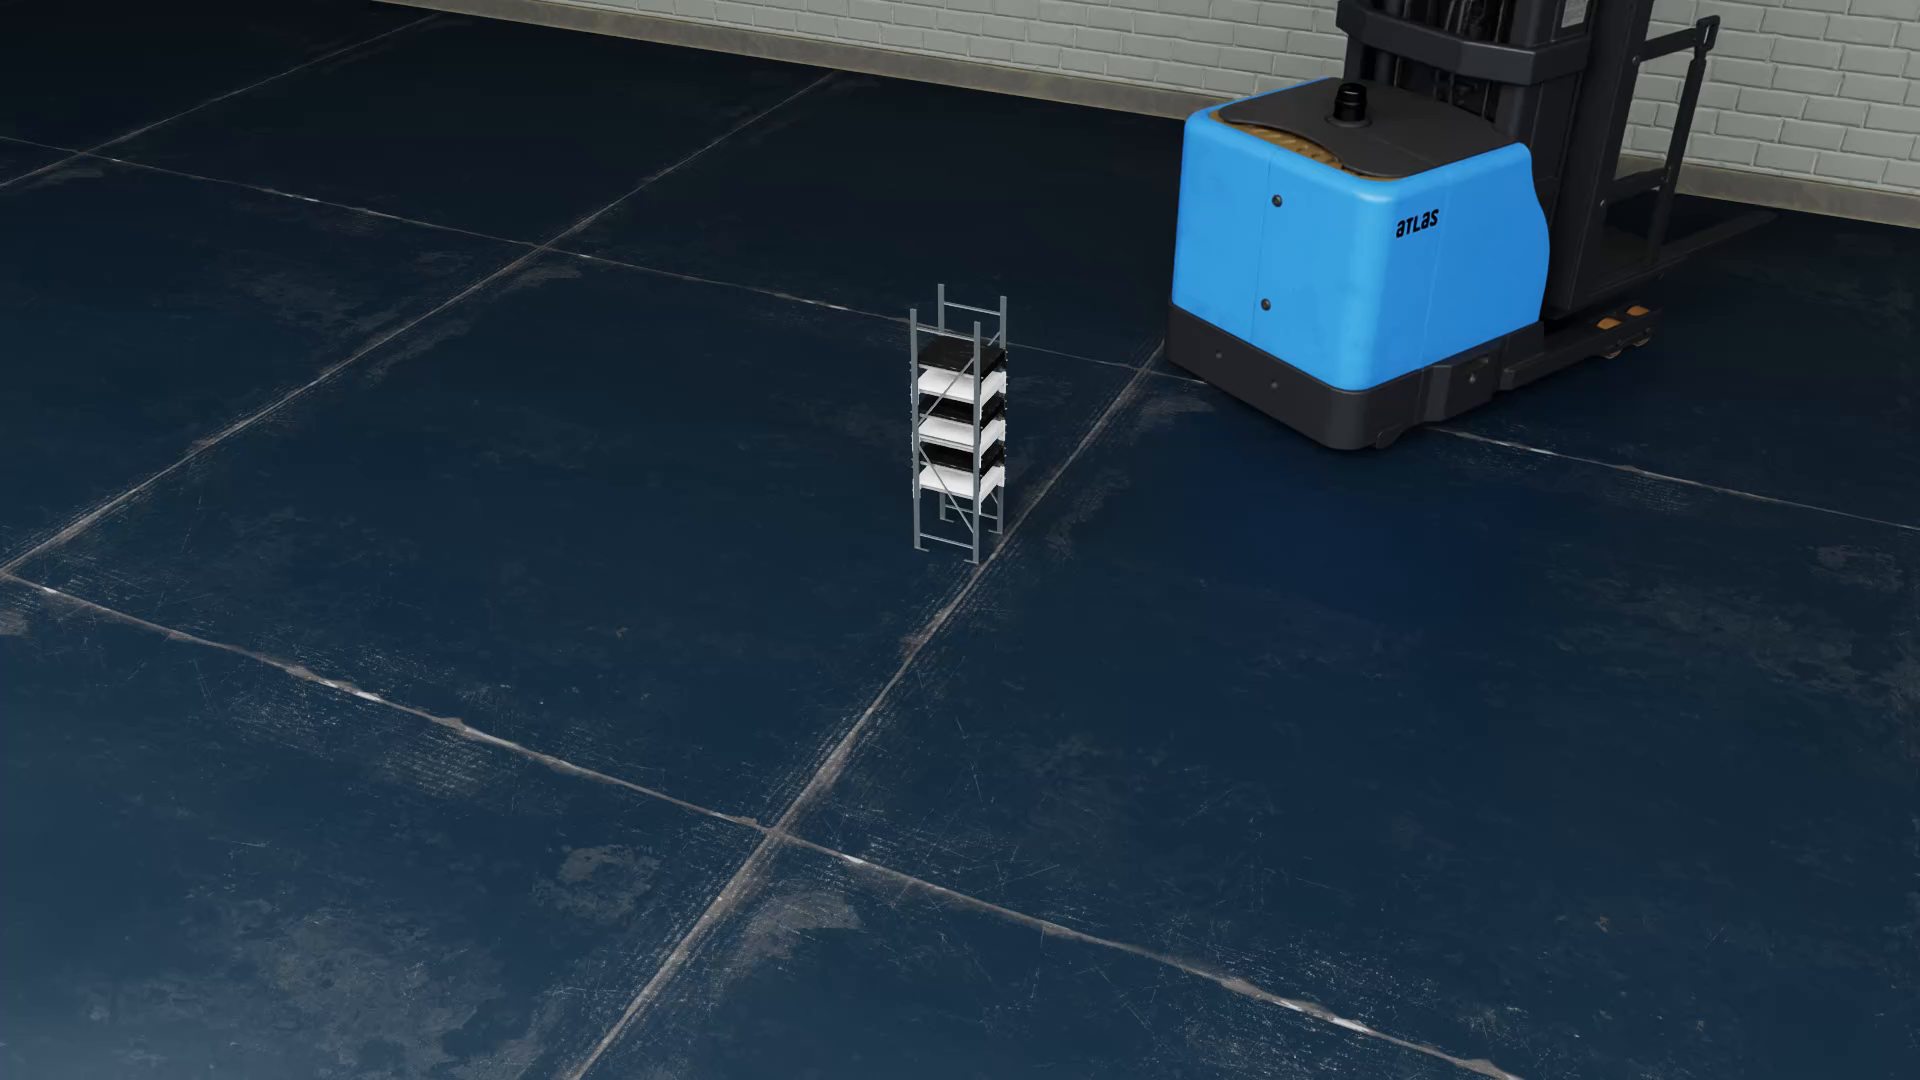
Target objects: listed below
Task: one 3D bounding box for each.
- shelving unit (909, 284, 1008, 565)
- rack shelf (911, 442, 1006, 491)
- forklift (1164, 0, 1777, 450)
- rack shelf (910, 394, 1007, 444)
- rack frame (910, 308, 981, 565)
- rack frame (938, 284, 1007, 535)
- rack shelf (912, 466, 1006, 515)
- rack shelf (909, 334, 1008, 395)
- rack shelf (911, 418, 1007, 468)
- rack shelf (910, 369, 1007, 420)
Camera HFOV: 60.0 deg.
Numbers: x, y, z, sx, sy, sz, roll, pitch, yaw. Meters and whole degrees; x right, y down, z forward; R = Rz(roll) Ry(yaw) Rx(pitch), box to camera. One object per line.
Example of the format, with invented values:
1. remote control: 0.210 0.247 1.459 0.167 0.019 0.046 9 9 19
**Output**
1. shelving unit: -0.003 -0.372 5.497 0.258 0.900 0.210 14 36 20
2. rack shelf: -0.003 -0.269 5.565 0.258 0.077 0.200 14 36 20
3. forklift: 2.322 -2.191 6.418 3.031 2.935 1.130 -22 39 -29
4. rack shelf: -0.003 -0.420 5.466 0.258 0.077 0.200 14 36 20
5. rack frame: -0.046 -0.322 5.420 0.240 0.900 0.006 14 36 20
6. rack frame: 0.039 -0.423 5.574 0.240 0.900 0.006 14 36 20
7. rack shelf: -0.003 -0.194 5.614 0.258 0.077 0.200 14 36 20
8. rack shelf: -0.003 -0.570 5.367 0.258 0.077 0.200 14 36 20
9. rack shelf: -0.003 -0.344 5.515 0.258 0.077 0.200 14 36 20
10. rack shelf: -0.003 -0.495 5.417 0.258 0.077 0.200 14 36 20
